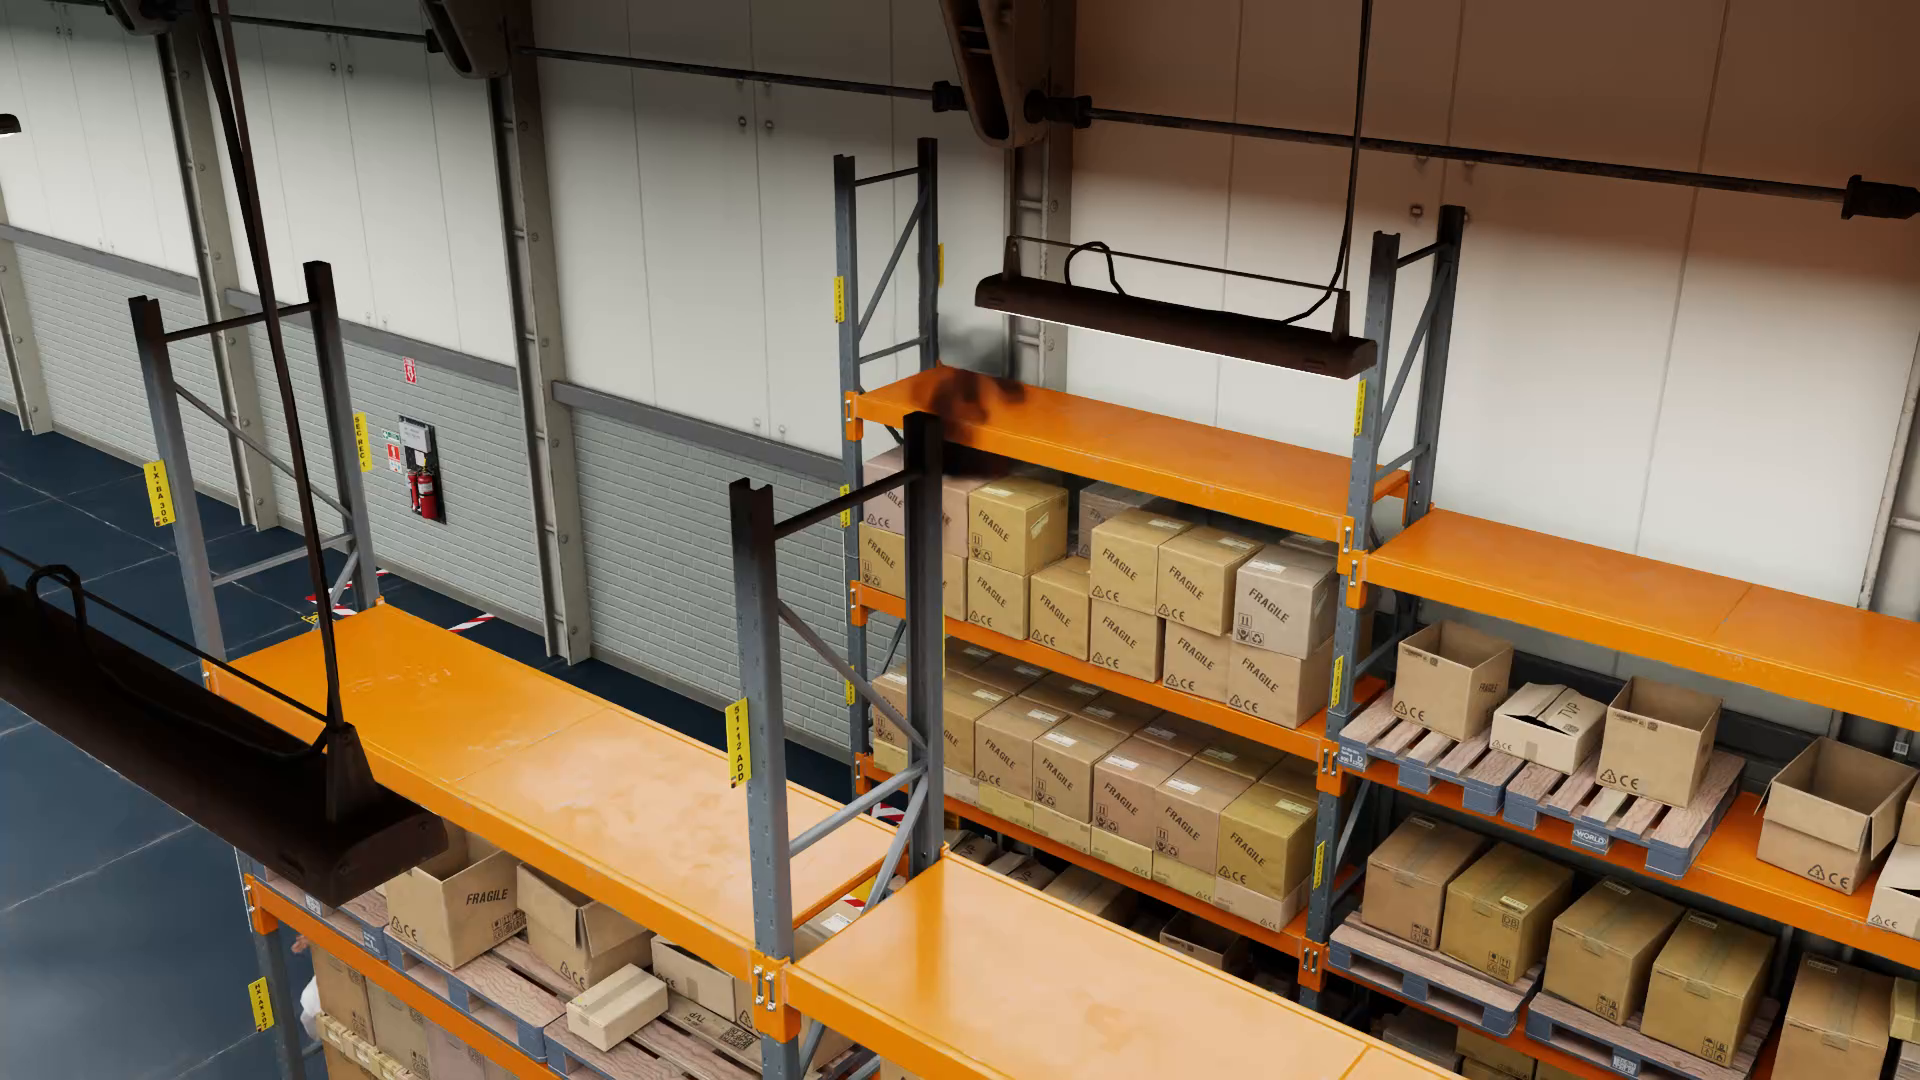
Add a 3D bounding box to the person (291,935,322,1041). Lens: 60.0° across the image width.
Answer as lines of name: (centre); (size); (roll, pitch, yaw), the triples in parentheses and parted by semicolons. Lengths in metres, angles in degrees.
person: (-4.221, 2.968, 11.286); (0.643, 1.784, 0.759); (-1, 23, -4)
